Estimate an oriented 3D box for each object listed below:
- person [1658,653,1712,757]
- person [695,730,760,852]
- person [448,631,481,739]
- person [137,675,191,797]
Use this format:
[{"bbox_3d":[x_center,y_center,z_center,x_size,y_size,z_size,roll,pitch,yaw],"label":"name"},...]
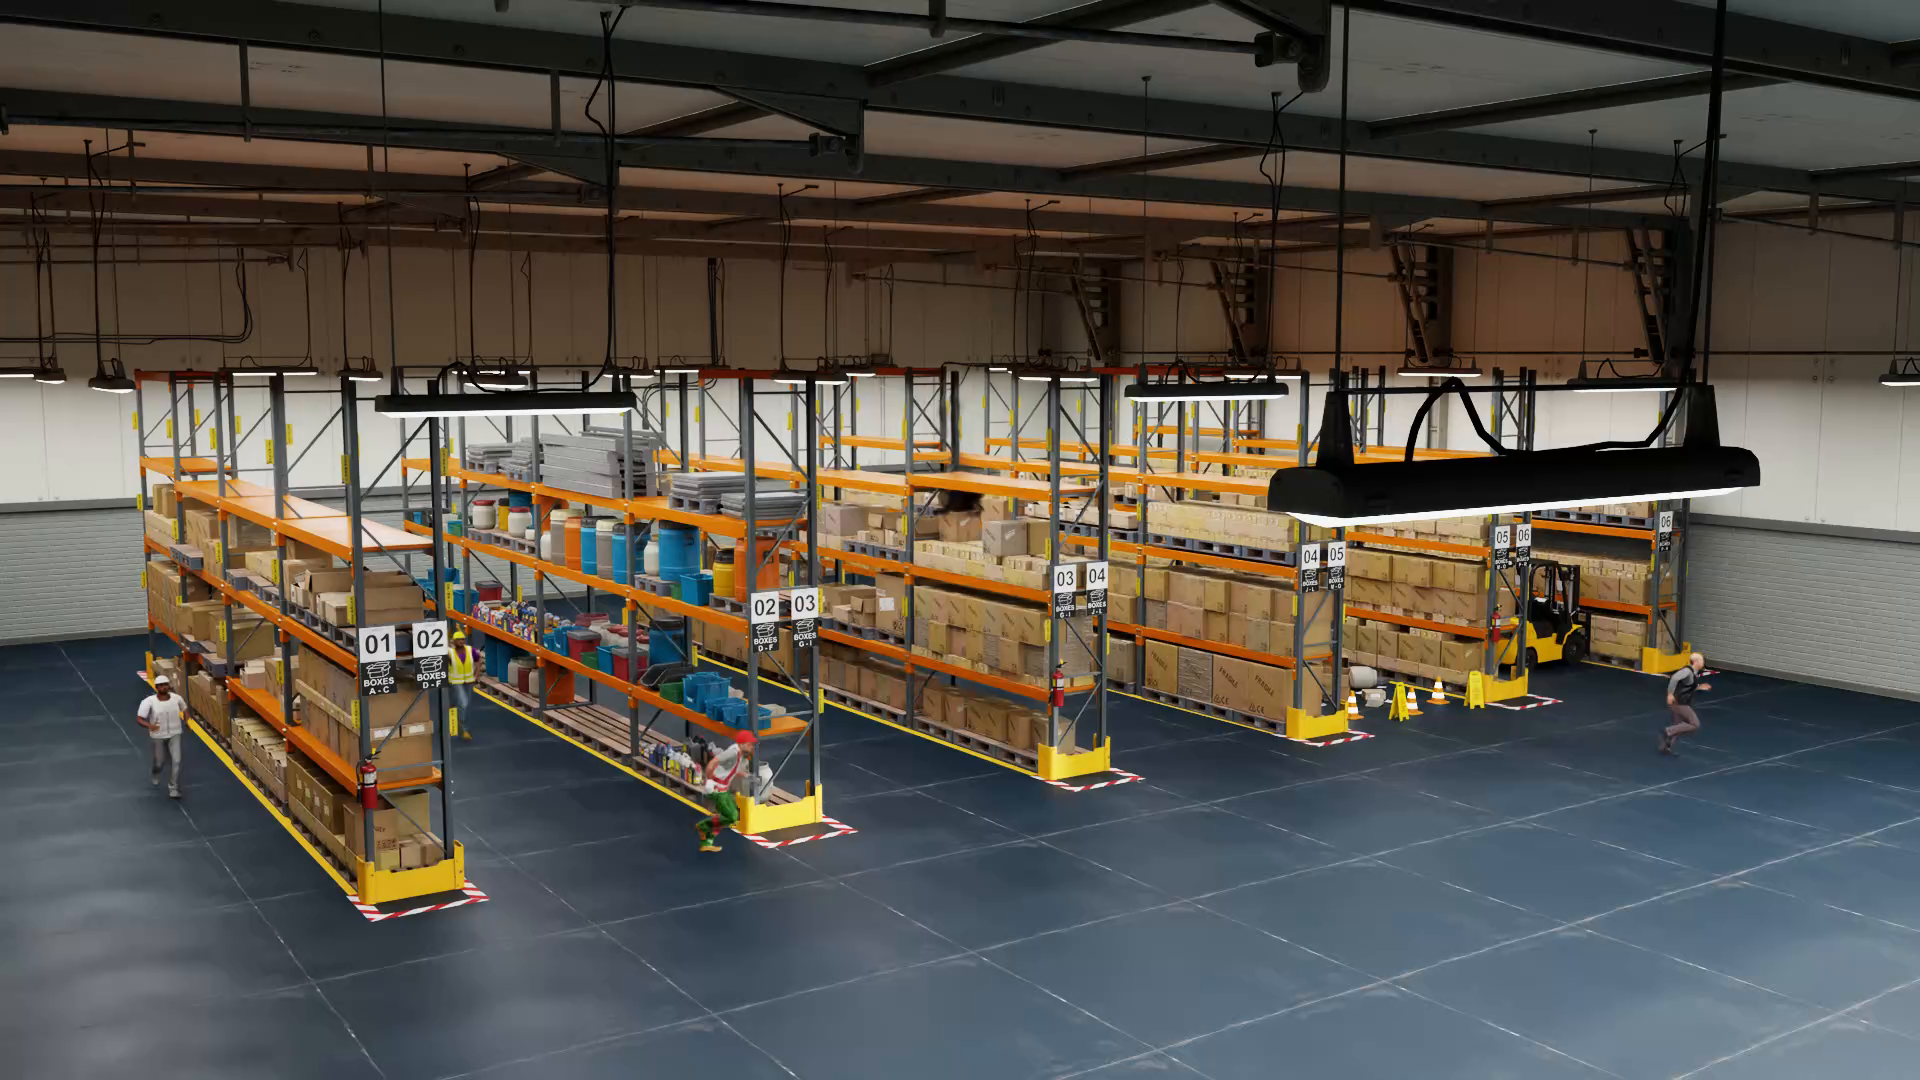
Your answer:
[{"bbox_3d":[11.362,2.584,26.035,0.733,1.646,0.645,2,7,19],"label":"person"},{"bbox_3d":[-2.957,3.184,20.984,0.825,1.591,0.693,1,7,8],"label":"person"},{"bbox_3d":[-8.281,2.366,27.528,0.694,1.776,0.792,-5,8,-37],"label":"person"},{"bbox_3d":[-11.368,2.792,23.800,0.714,1.733,0.791,-5,8,-38],"label":"person"}]
